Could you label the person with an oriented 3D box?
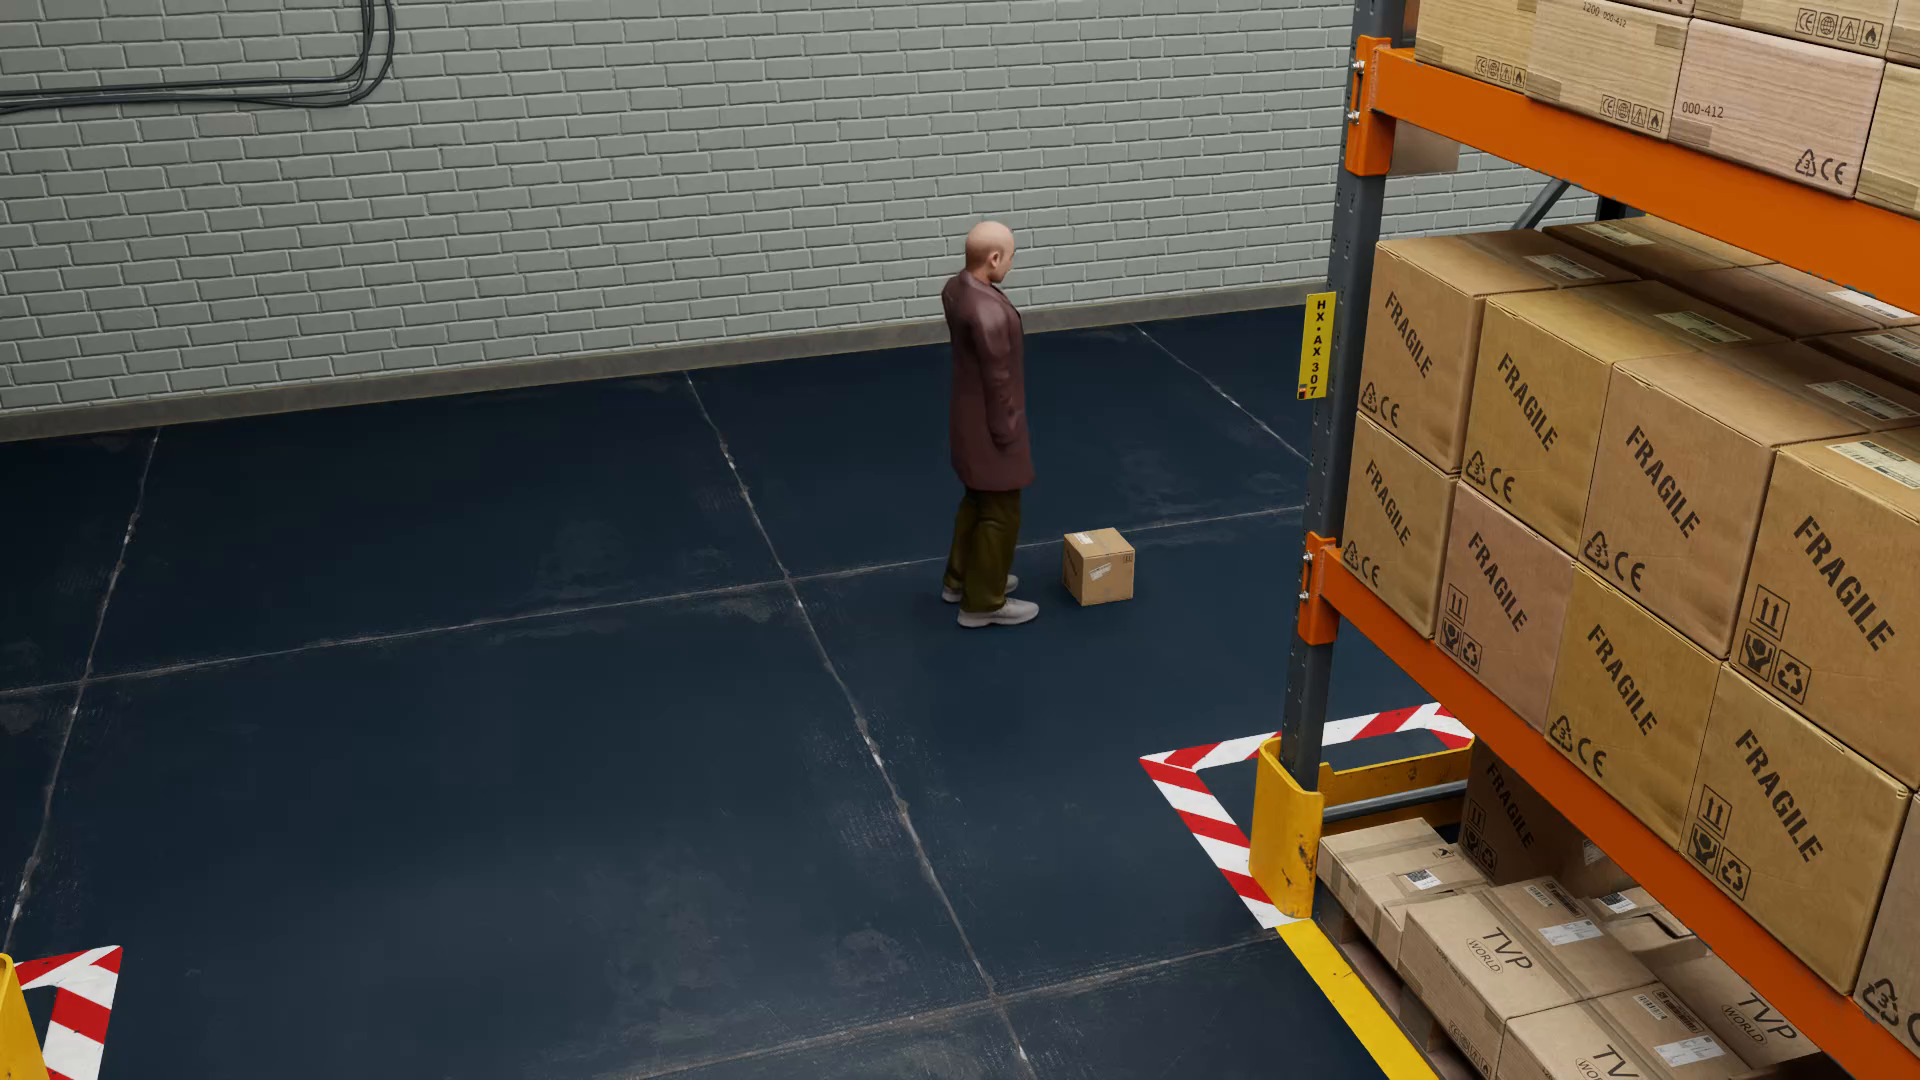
[{"bbox_3d":[0.124,-0.502,7.172,0.377,1.772,0.562,-8,27,-15],"label":"person"}]
